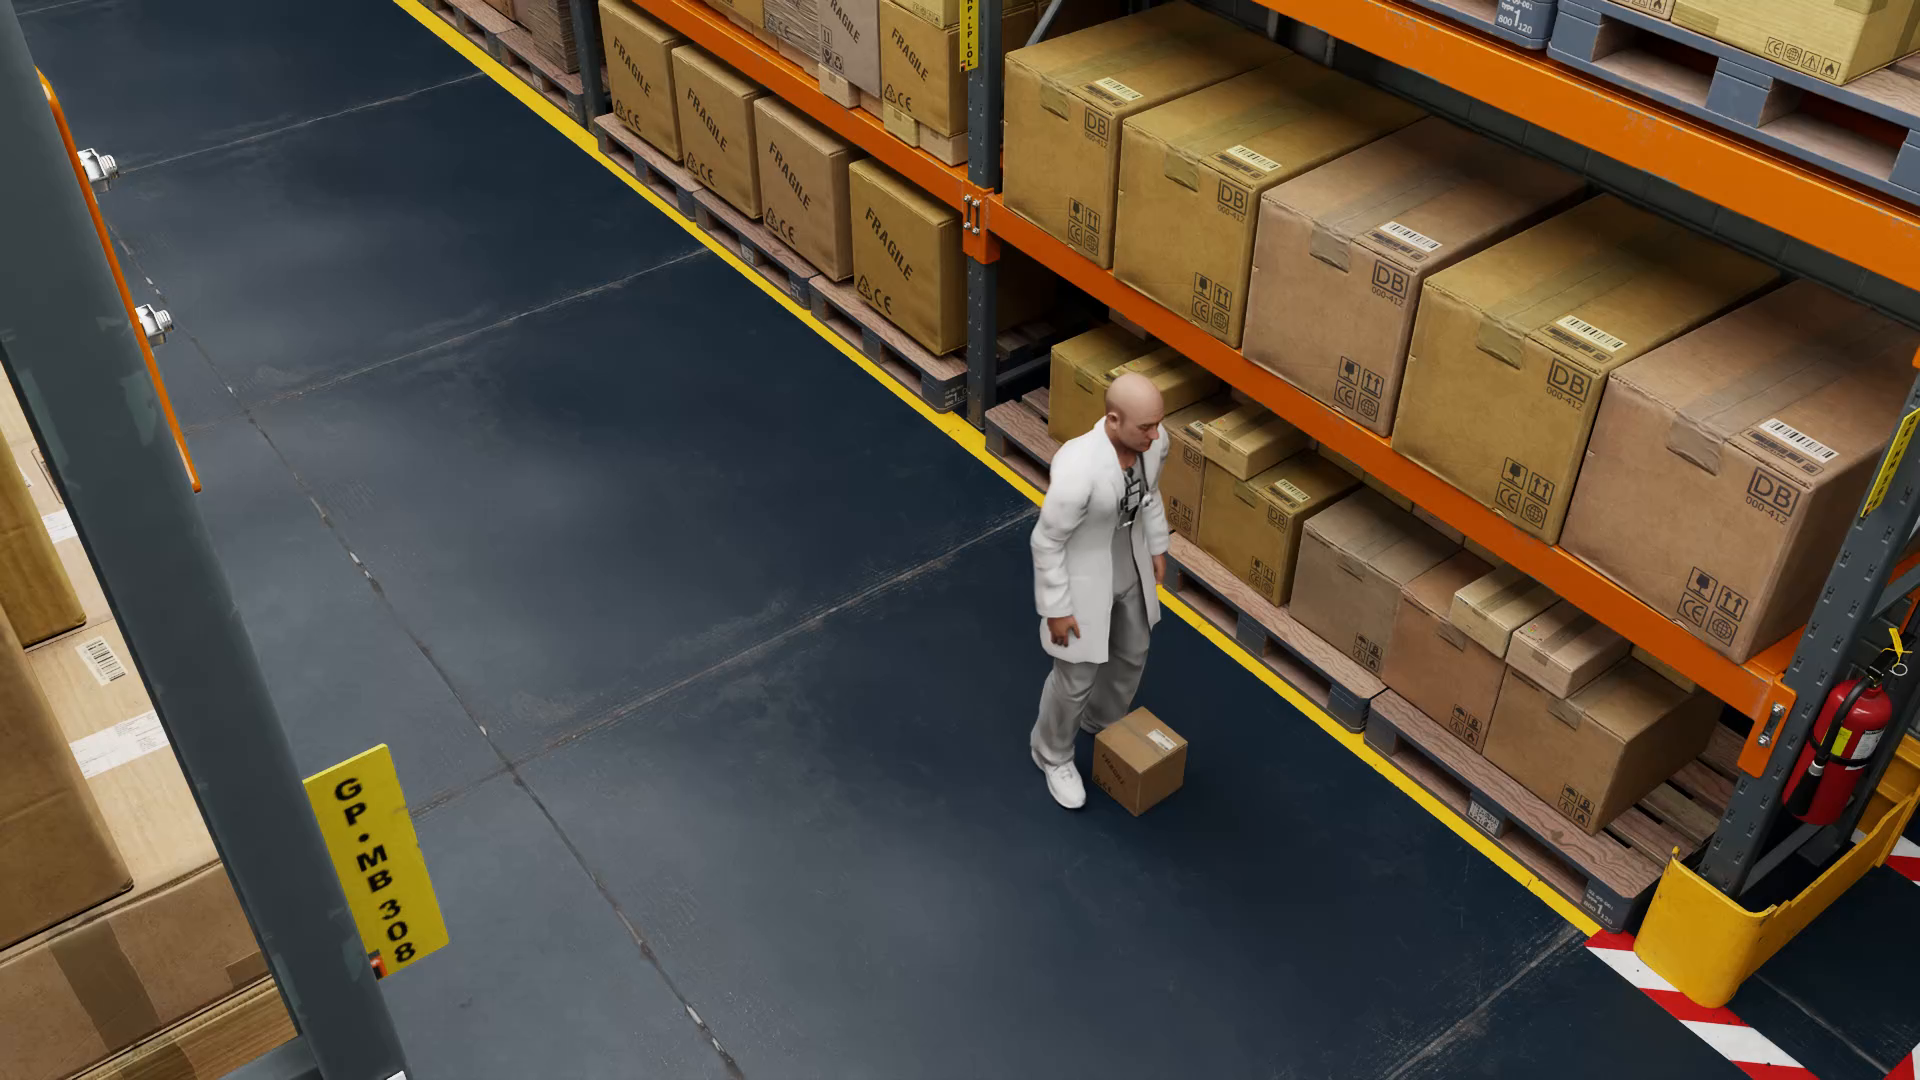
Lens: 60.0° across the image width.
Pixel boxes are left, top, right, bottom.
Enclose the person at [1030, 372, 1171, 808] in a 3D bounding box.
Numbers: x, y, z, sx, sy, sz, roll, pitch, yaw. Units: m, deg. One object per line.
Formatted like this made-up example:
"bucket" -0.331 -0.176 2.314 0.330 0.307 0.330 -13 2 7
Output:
"person" 0.524 0.144 5.996 0.648 1.772 0.433 -30 48 -31
